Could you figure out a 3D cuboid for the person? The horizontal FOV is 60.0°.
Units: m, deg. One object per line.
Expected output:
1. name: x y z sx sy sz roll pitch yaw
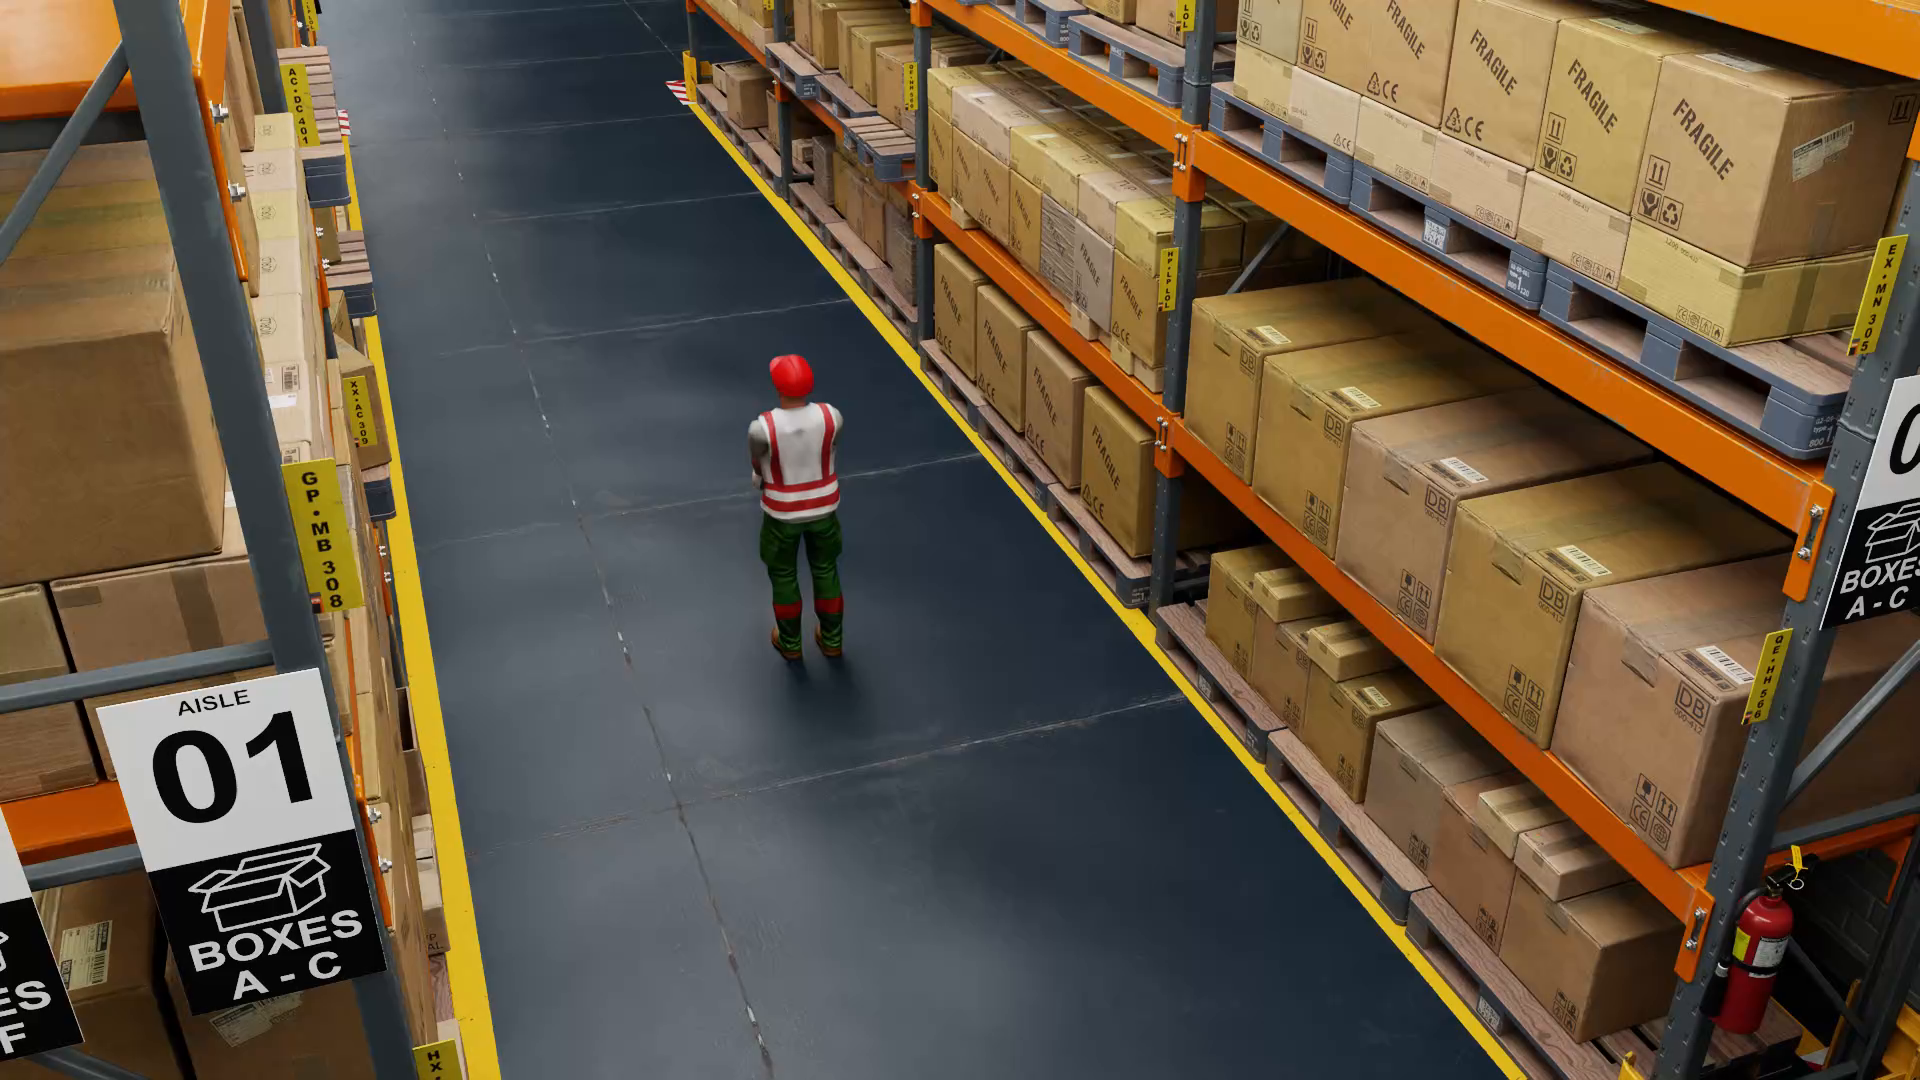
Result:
1. person: -0.868 -0.203 8.688 0.493 1.782 0.564 -10 31 -17
